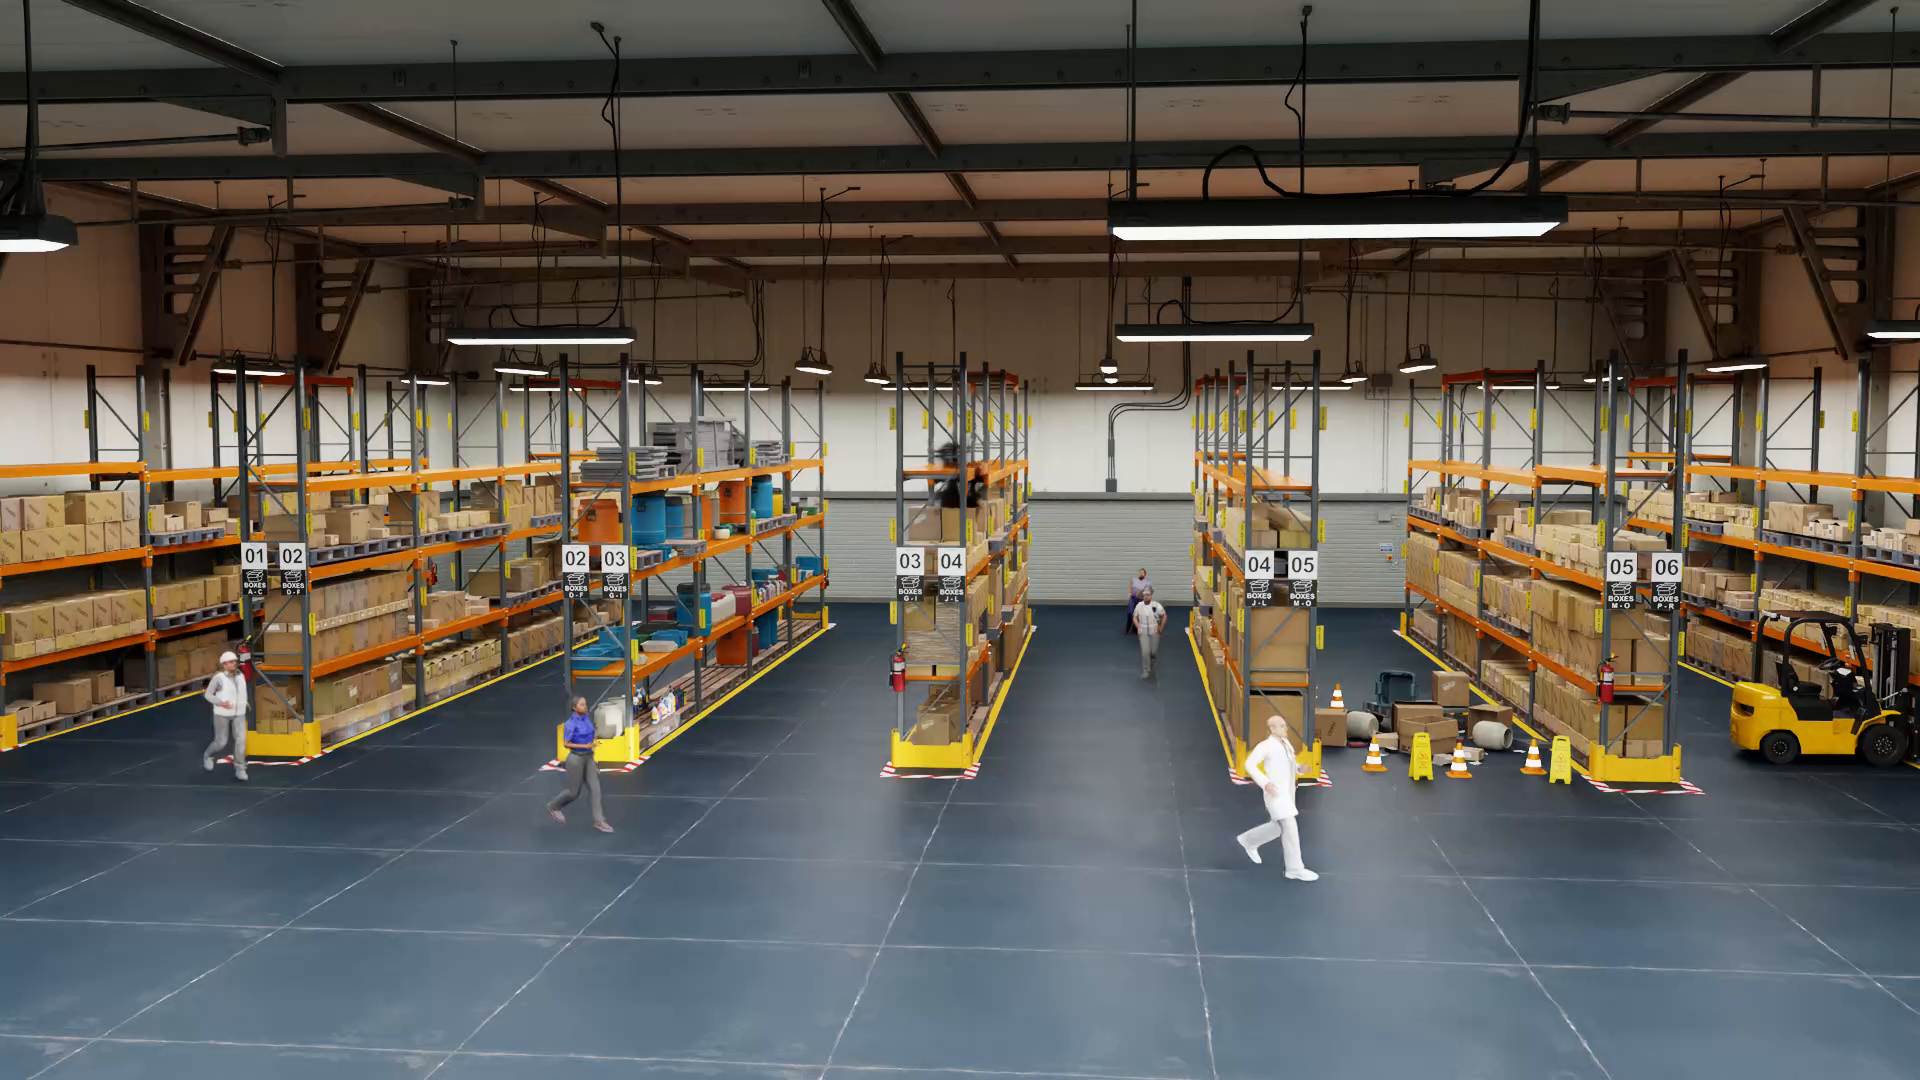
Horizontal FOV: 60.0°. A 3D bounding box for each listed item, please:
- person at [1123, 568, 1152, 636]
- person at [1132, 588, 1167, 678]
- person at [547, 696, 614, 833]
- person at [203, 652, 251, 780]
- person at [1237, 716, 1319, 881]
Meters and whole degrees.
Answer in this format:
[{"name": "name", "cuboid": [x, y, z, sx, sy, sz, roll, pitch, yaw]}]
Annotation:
[{"name": "person", "cuboid": [4.153, 1.444, 38.792, 0.670, 1.580, 0.674, 1, 4, 14]}, {"name": "person", "cuboid": [3.735, 1.812, 32.788, 0.669, 1.765, 0.645, 1, 4, 11]}, {"name": "person", "cuboid": [-4.637, 2.720, 20.282, 0.923, 1.657, 0.579, 2, 4, 25]}, {"name": "person", "cuboid": [-10.264, 2.454, 23.398, 0.982, 1.769, 0.697, 3, 5, 37]}, {"name": "person", "cuboid": [3.487, 2.807, 18.290, 1.027, 1.754, 0.714, 3, 5, 36]}]
